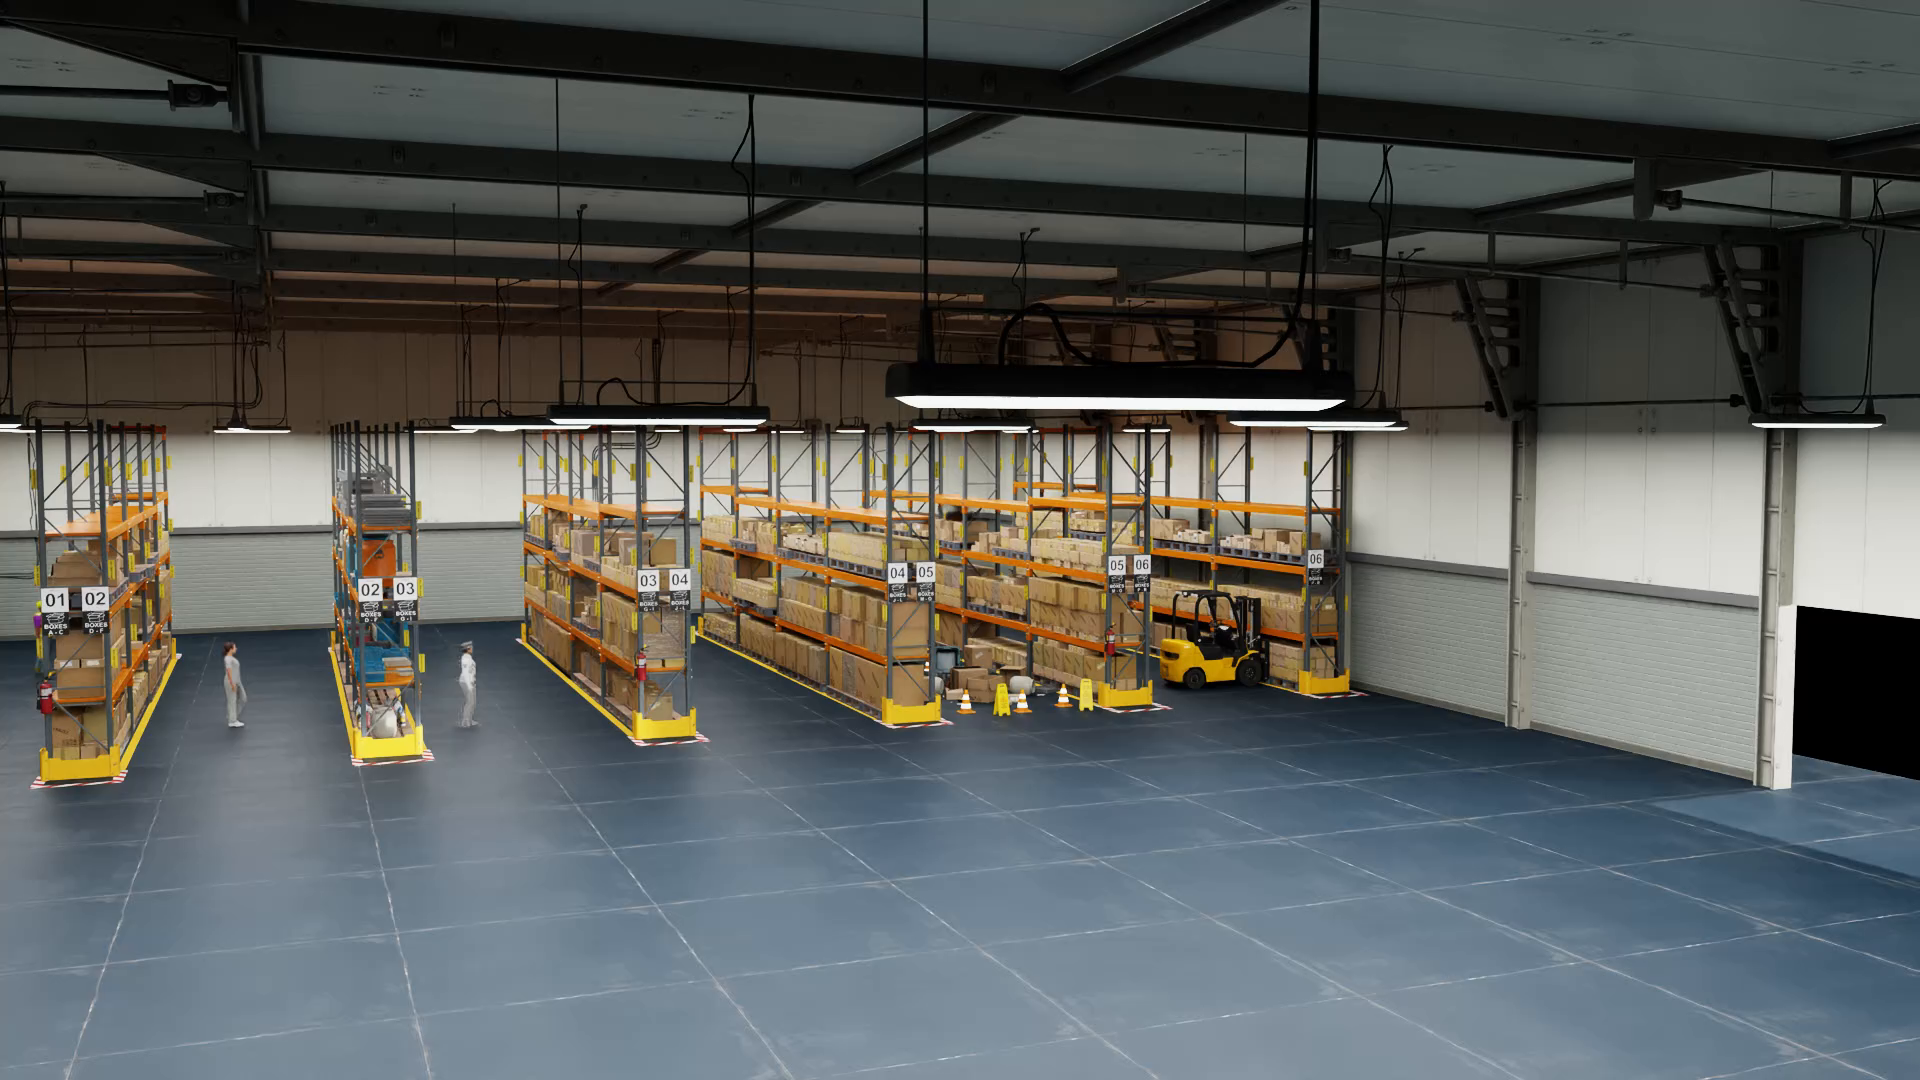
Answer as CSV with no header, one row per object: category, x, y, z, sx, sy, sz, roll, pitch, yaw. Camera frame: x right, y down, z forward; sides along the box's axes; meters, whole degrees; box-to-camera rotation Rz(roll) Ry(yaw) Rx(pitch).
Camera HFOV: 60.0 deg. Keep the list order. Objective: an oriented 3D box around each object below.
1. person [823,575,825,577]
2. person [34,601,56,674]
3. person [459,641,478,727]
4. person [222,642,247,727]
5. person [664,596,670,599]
person,-3.984,1.761,50.031,0.473,1.704,0.367,3,5,42
person,-21.962,2.334,39.877,0.430,1.768,0.587,-2,4,-28
person,-9.733,2.873,32.934,0.356,1.755,0.517,0,4,2
person,-14.369,2.840,32.871,0.452,1.668,0.504,0,4,1
person,-7.822,2.060,45.263,0.751,1.809,0.878,-1,4,-21
